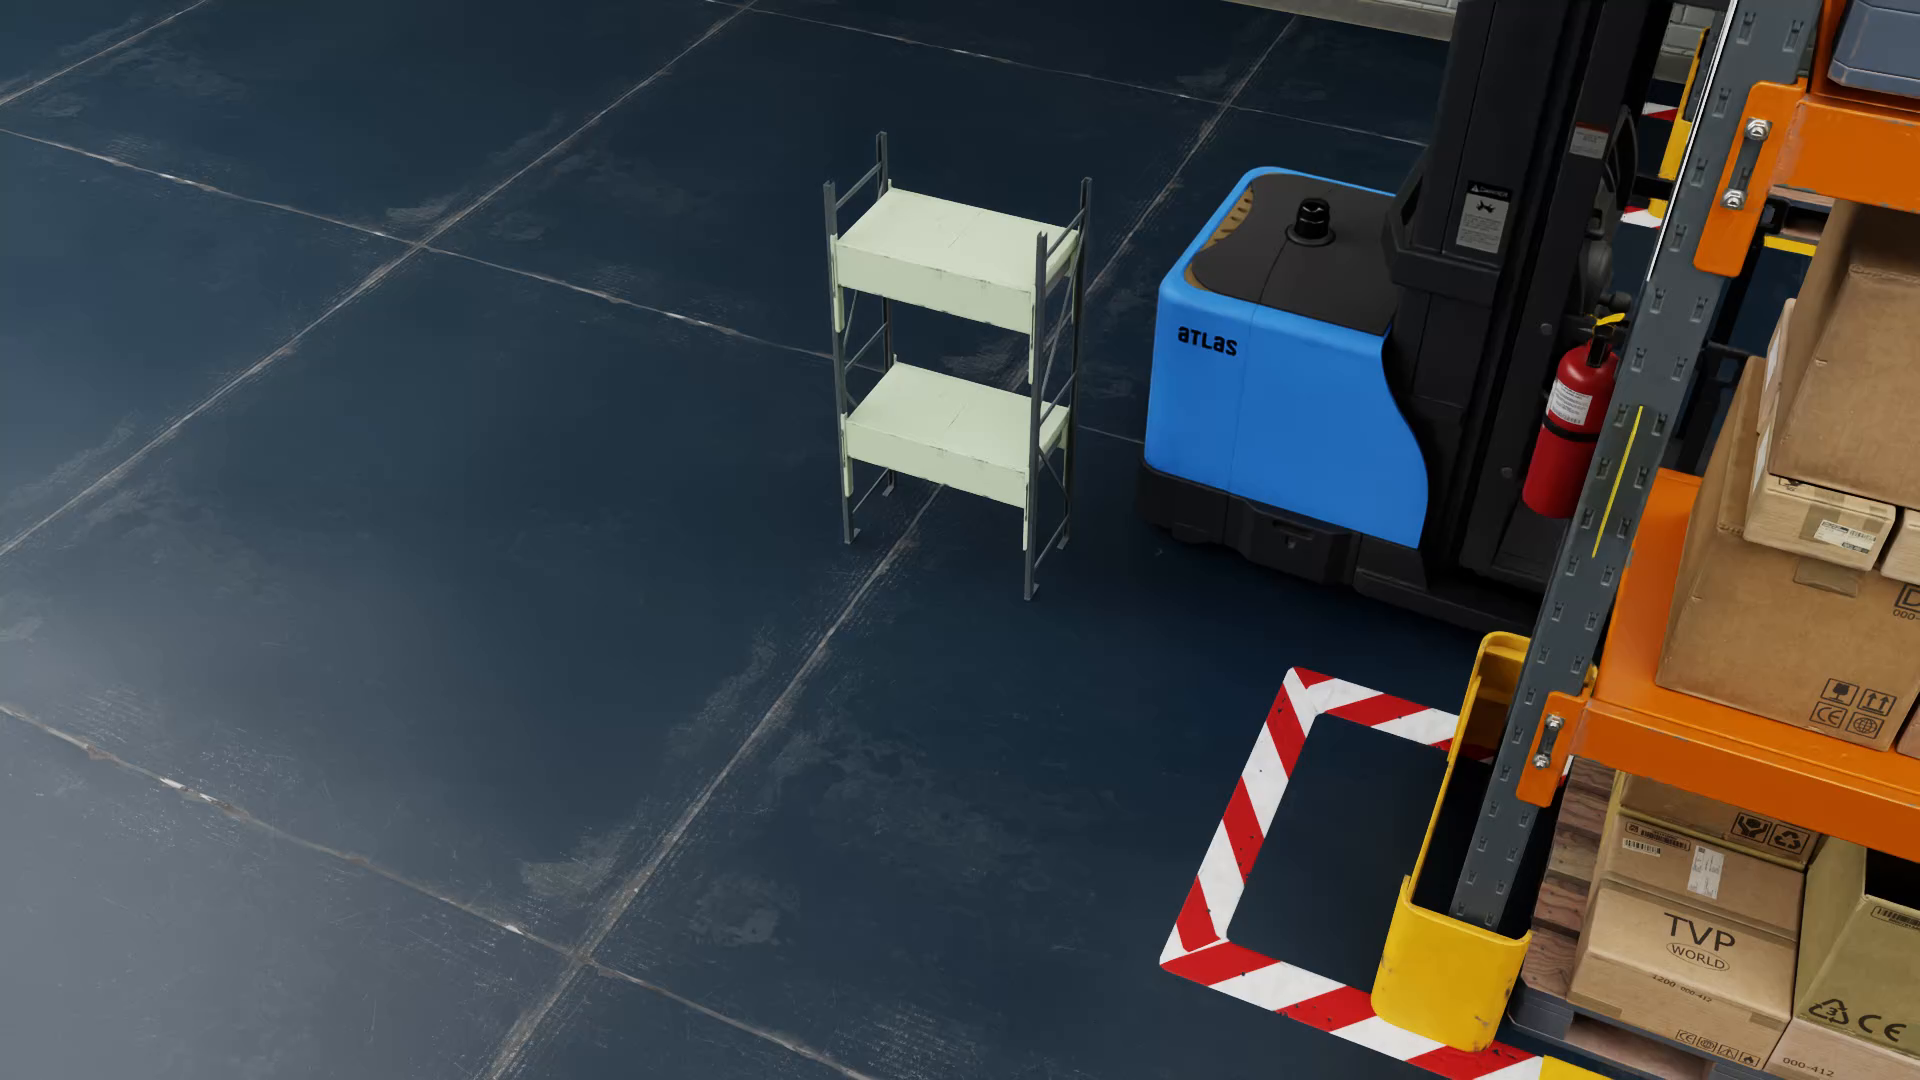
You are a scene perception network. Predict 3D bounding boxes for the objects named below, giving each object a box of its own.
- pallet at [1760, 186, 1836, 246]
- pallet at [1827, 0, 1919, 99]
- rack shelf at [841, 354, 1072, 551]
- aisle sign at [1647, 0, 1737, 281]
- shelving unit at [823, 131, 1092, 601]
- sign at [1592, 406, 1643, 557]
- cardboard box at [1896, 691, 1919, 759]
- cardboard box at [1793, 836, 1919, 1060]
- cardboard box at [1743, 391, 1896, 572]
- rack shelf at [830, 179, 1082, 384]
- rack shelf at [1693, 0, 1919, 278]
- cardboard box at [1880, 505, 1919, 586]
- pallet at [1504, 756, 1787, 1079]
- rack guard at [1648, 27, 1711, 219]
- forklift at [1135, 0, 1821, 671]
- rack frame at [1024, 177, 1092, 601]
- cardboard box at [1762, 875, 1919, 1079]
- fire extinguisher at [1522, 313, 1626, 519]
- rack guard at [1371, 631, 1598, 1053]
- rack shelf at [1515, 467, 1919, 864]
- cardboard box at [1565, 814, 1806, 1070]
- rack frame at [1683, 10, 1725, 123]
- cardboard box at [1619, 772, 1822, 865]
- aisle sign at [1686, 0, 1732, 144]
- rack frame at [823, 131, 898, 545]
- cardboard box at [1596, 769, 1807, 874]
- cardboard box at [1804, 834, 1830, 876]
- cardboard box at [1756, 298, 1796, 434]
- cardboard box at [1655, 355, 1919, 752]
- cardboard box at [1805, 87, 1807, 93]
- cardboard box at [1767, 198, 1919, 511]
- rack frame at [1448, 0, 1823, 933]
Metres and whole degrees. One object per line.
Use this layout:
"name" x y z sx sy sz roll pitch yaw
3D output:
"pallet" 4.453 -1.706 8.057 1.213 0.211 1.003 17 44 19
"pallet" 2.201 -0.974 2.861 1.213 0.211 1.003 17 44 19
"rack shelf" -0.006 -0.322 5.974 0.720 0.370 0.431 17 44 19
"aisle sign" 1.382 -0.904 3.018 0.004 0.787 0.394 17 44 19
"shelving unit" -0.006 -0.569 5.761 0.755 1.500 0.431 17 44 19
"sign" 1.331 -0.115 3.371 0.005 0.325 0.100 17 44 19
"cardboard box" 2.467 0.156 3.703 0.500 0.500 0.700 18 44 20
"cardboard box" 2.417 0.929 4.094 0.500 0.500 0.500 17 44 19
"cardboard box" 1.836 -0.132 3.540 0.250 0.149 0.380 17 44 18
"rack shelf" -0.006 -0.863 5.505 0.720 0.370 0.431 17 44 19
"rack shelf" 3.384 -0.393 2.673 4.000 0.370 1.077 17 44 19
"cardboard box" 2.076 -0.060 3.458 0.250 0.149 0.380 16 43 18
"pallet" 2.282 1.155 4.756 1.213 0.211 1.003 17 44 19
"rack guard" 3.731 -2.061 8.246 0.348 0.500 1.175 17 44 19
"forklift" 2.214 -1.003 5.169 3.031 2.935 1.130 18 44 20
"rack frame" 0.326 -0.467 5.644 0.023 1.500 0.400 17 44 19
"cardboard box" 2.418 1.212 4.341 0.500 0.250 0.500 17 44 19
"fire extinguisher" 1.661 -0.365 4.440 0.183 0.674 0.296 17 44 19
"rack guard" 1.550 0.853 4.885 0.348 0.500 1.175 17 44 19
"rack shelf" 3.384 0.740 3.655 4.000 0.370 1.077 17 44 19
"cardboard box" 1.963 1.075 4.498 0.500 0.250 0.500 17 44 19
"rack frame" 3.662 -3.027 7.452 0.127 3.000 1.000 17 44 19
"cardboard box" 2.183 0.483 4.608 0.500 0.500 0.500 17 44 19
"aisle sign" 1.636 -1.260 3.429 0.004 0.787 0.394 17 44 19
"rack frame" -0.338 -0.670 5.878 0.023 1.500 0.400 17 44 19
"cardboard box" 2.182 0.768 4.852 0.500 0.250 0.500 17 44 19
"cardboard box" 2.640 0.899 4.701 0.500 0.250 0.500 17 44 19
"cardboard box" 1.998 -0.376 3.822 0.250 0.149 0.380 16 44 18
"cardboard box" 1.989 0.014 3.868 0.500 0.500 0.700 17 44 19
"cardboard box" 4.251 -1.932 7.906 0.500 0.311 0.500 12 42 14
"cardboard box" 2.037 -0.462 3.426 0.500 0.500 0.700 17 44 19
"rack frame" 1.571 -0.085 4.058 0.127 3.000 1.000 17 44 19
